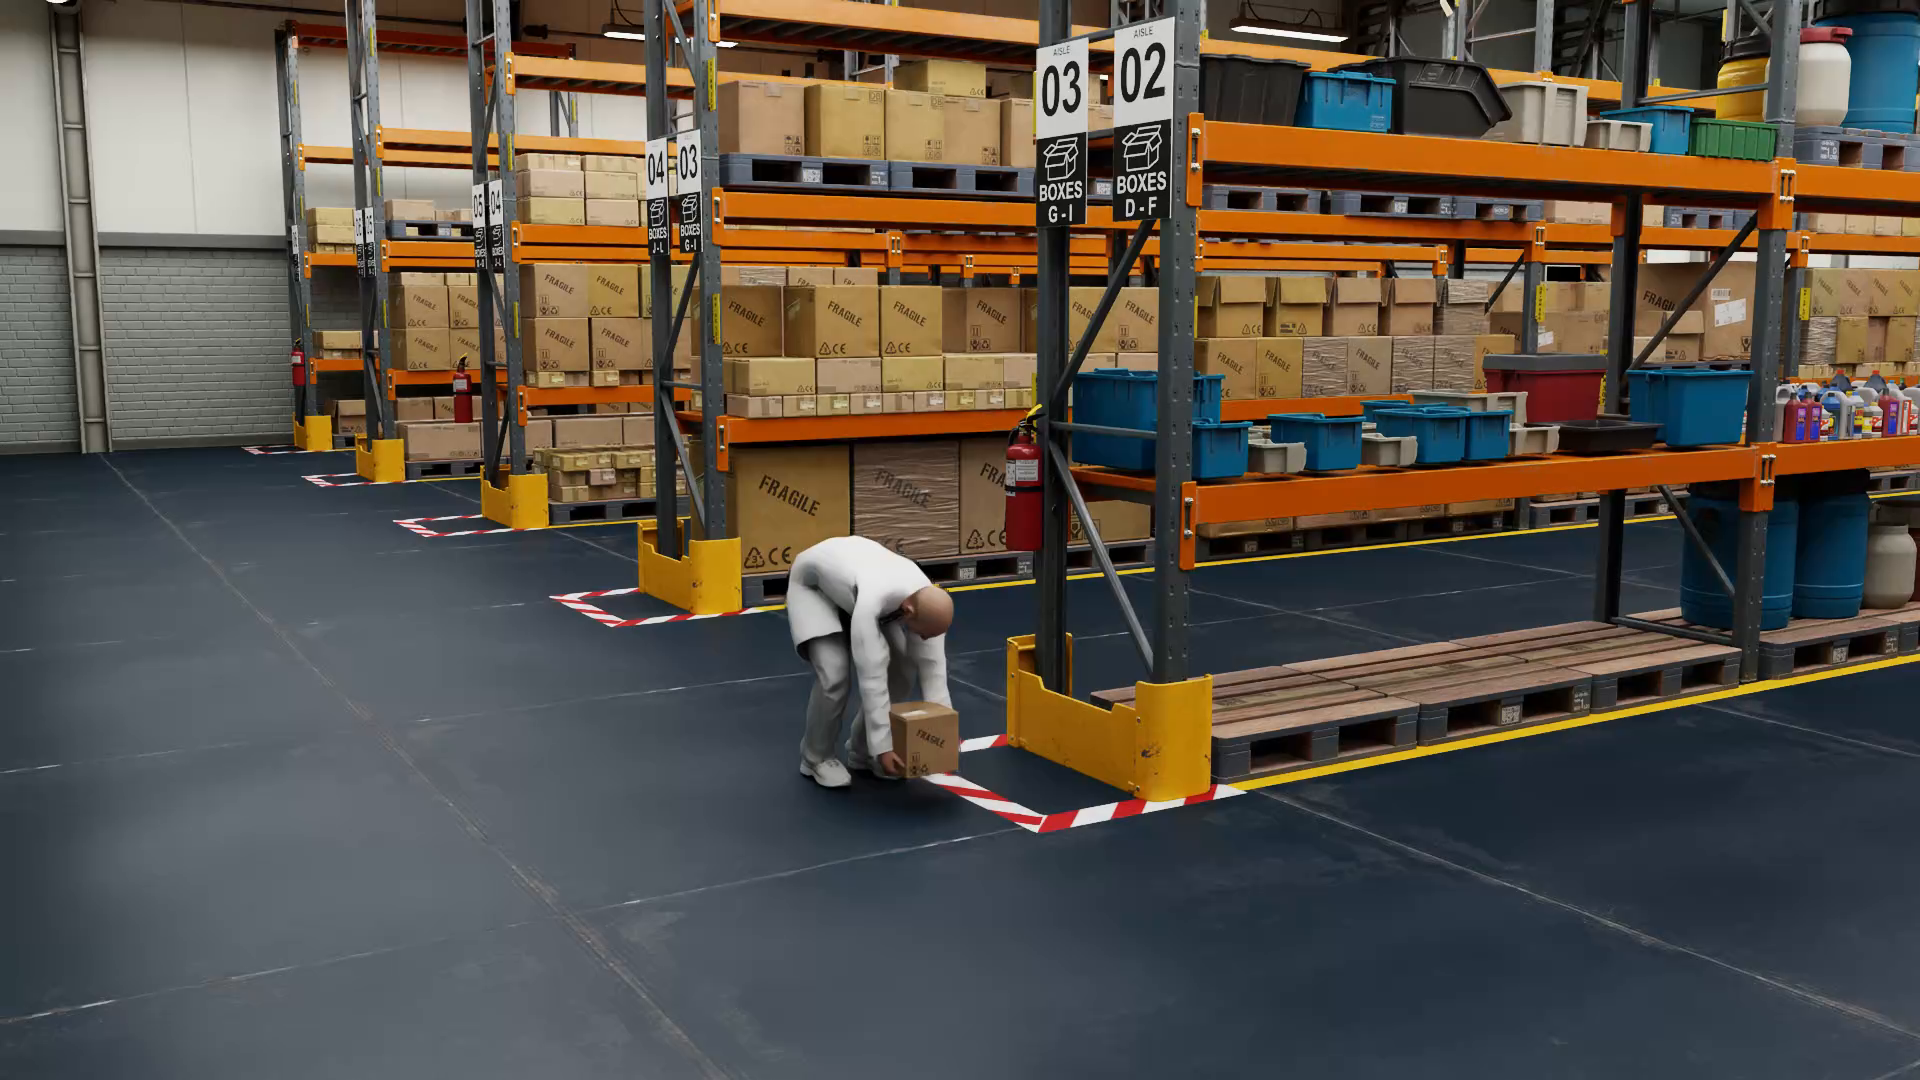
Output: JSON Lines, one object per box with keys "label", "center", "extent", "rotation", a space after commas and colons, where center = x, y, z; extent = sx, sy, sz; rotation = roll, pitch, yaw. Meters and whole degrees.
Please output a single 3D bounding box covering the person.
{"label": "person", "center": [-0.367, 0.534, 7.120], "extent": [0.576, 1.066, 0.946], "rotation": [-7, 10, -39]}
